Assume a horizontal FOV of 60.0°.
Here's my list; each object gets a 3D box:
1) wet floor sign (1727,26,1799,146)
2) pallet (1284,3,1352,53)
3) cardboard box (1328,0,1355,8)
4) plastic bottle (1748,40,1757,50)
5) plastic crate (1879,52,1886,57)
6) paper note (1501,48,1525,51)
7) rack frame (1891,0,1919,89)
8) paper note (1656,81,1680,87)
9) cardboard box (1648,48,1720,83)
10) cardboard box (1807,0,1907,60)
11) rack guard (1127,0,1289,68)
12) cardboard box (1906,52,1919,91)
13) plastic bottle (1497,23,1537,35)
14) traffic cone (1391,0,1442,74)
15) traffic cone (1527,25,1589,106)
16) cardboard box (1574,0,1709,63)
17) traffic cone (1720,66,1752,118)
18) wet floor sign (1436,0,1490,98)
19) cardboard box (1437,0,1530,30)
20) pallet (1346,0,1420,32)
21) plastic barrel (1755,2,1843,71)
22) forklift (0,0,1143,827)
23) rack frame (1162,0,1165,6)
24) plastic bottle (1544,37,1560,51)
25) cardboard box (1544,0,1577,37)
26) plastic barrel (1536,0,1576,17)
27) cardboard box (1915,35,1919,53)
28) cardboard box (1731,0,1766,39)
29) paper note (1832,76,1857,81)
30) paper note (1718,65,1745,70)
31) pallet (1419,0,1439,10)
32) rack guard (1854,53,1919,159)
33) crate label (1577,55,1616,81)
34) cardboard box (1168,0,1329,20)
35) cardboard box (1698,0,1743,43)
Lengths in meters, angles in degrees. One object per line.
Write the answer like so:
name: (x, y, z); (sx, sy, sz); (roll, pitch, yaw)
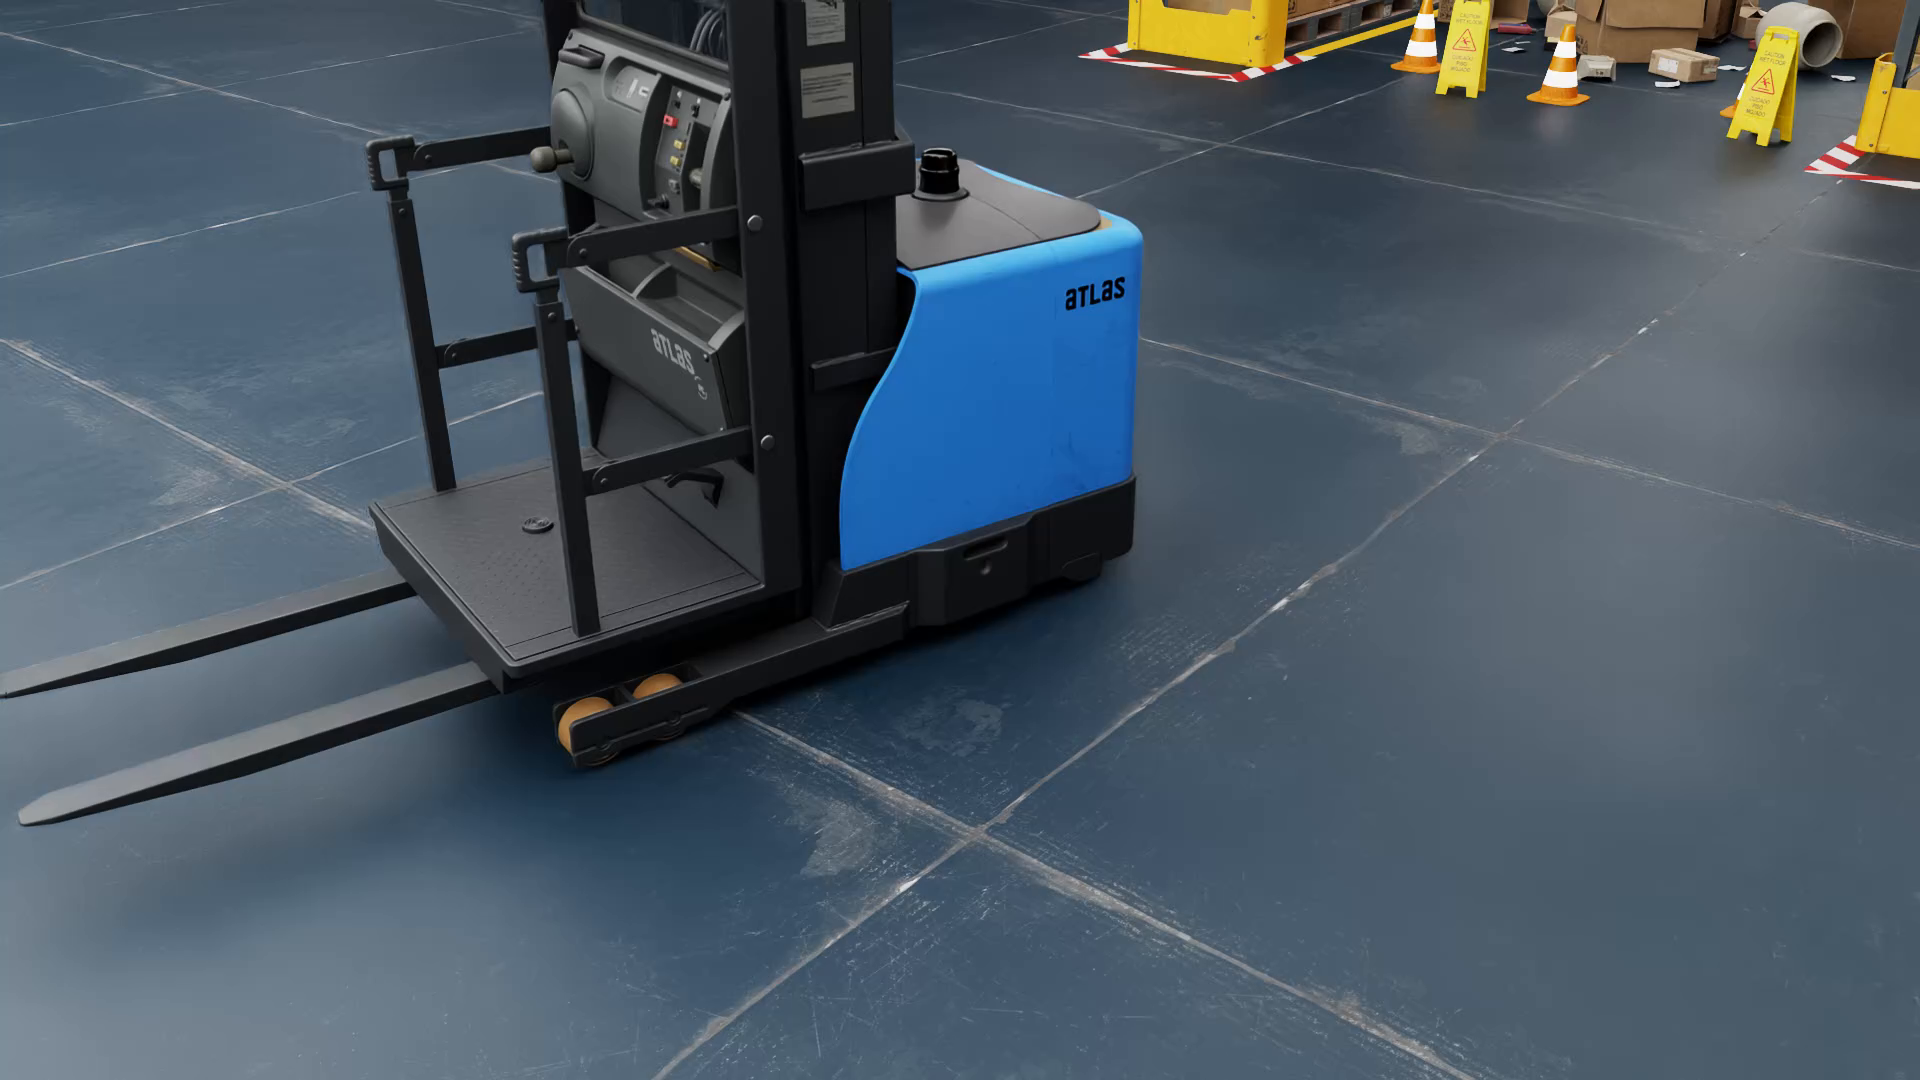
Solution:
wet floor sign: (4.722, -2.655, 9.679); (0.232, 0.644, 0.267); (-15, 31, -27)
pallet: (2.232, -3.934, 12.624); (1.003, 0.211, 1.213); (21, 34, 34)
cardboard box: (2.723, -4.681, 12.889); (0.875, 0.875, 0.875); (20, 34, 34)
plastic bottle: (5.944, -3.659, 12.256); (0.283, 0.061, 0.133); (-21, 34, -35)
plastic crate: (6.581, -3.259, 11.463); (0.402, 0.080, 0.583); (9, 29, 17)
paper note: (4.065, -3.591, 12.161); (0.142, 0.017, 0.144); (-15, 31, -27)
rack frame: (5.668, -3.455, 8.664); (1.000, 3.000, 0.127); (21, 34, 34)
paper note: (4.733, -3.053, 11.118); (0.148, 0.019, 0.142); (9, 29, 17)
cardboard box: (4.943, -3.244, 11.358); (0.250, 0.149, 0.380); (-10, 29, -18)
cardboard box: (6.481, -3.782, 12.013); (0.500, 0.500, 0.500); (-5, 28, -9)
rack guard: (1.769, -3.747, 11.949); (1.175, 0.500, 0.348); (21, 34, 34)
cardboard box: (5.990, -2.794, 9.922); (0.500, 0.250, 0.500); (21, 34, 34)
plastic bottle: (4.281, -3.925, 12.770); (0.283, 0.061, 0.133); (9, 29, 17)
traffic cone: (3.218, -3.512, 11.536); (0.336, 0.463, 0.334); (21, 34, 34)
traffic cone: (3.873, -3.061, 10.664); (0.336, 0.463, 0.334); (21, 34, 34)
cardboard box: (4.832, -3.709, 11.872); (0.797, 0.503, 0.637); (0, 27, 0)
traffic cone: (4.946, -2.858, 10.270); (0.336, 0.463, 0.334); (21, 34, 34)
wet floor sign: (3.294, -3.231, 10.794); (0.267, 0.644, 0.232); (15, 31, 26)
cardboard box: (4.133, -4.325, 13.063); (0.500, 0.500, 0.500); (-21, 34, -35)
pallet: (3.009, -4.364, 13.456); (1.003, 0.211, 1.213); (21, 34, 34)
plastic barrel: (5.814, -3.485, 11.527); (0.421, 0.421, 0.512); (-5, 28, -9)
forklift: (-0.973, -1.015, 4.021); (3.031, 2.935, 1.130); (-18, 32, -31)
rack frame: (1.784, -4.866, 11.391); (1.000, 3.000, 0.127); (21, 34, 34)
plastic bottle: (4.387, -3.667, 12.272); (0.133, 0.061, 0.283); (9, 29, 17)
cardboard box: (4.656, -3.922, 12.542); (0.258, 0.266, 0.396); (-21, 34, -35)
plastic barrel: (4.791, -4.289, 13.080); (0.421, 0.421, 0.512); (-5, 28, -9)
cardboard box: (5.976, -3.114, 9.723); (0.500, 0.500, 0.500); (21, 34, 35)
cardboard box: (6.038, -3.997, 12.688); (0.258, 0.266, 0.396); (0, 27, 0)
paper note: (6.008, -3.145, 11.297); (0.142, 0.019, 0.148); (9, 29, 17)
paper note: (5.389, -3.305, 11.619); (0.142, 0.019, 0.148); (-15, 31, -27)
pallet: (3.784, -4.799, 14.296); (1.003, 0.211, 1.213); (21, 34, 34)
rack guard: (5.716, -2.372, 9.290); (1.175, 0.500, 0.348); (21, 34, 34)
crate label: (4.326, -3.214, 11.313); (0.250, 0.136, 0.298); (4, 28, 8)
cardboard box: (2.165, -4.368, 12.285); (0.875, 0.875, 0.875); (21, 34, 35)
cardboard box: (5.420, -4.103, 12.486); (0.797, 0.637, 0.503); (21, 34, 34)
